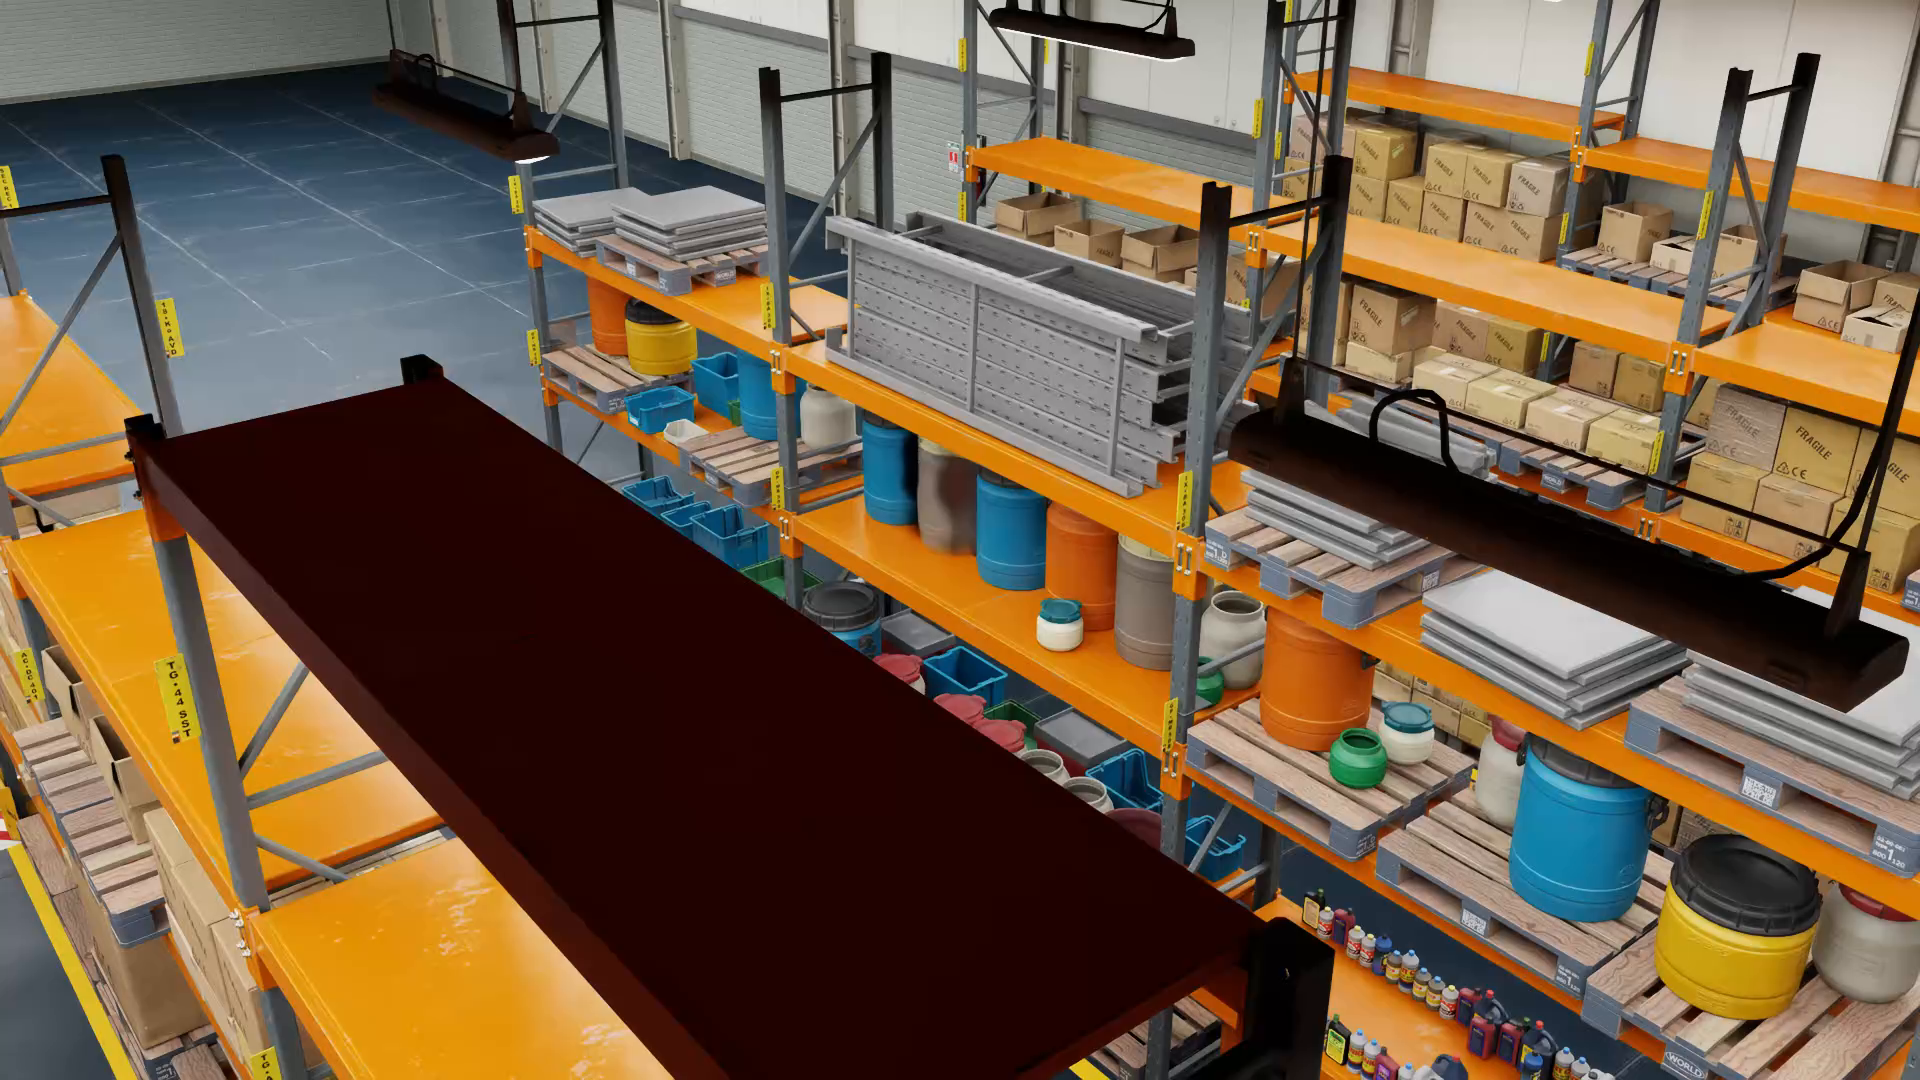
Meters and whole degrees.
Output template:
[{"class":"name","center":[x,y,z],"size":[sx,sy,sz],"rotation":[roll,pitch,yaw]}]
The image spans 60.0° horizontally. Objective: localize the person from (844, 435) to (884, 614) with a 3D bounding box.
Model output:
[{"class":"person","center":[-0.862,-0.192,16.687],"size":[0.684,1.813,0.455],"rotation":[22,34,38]}]
